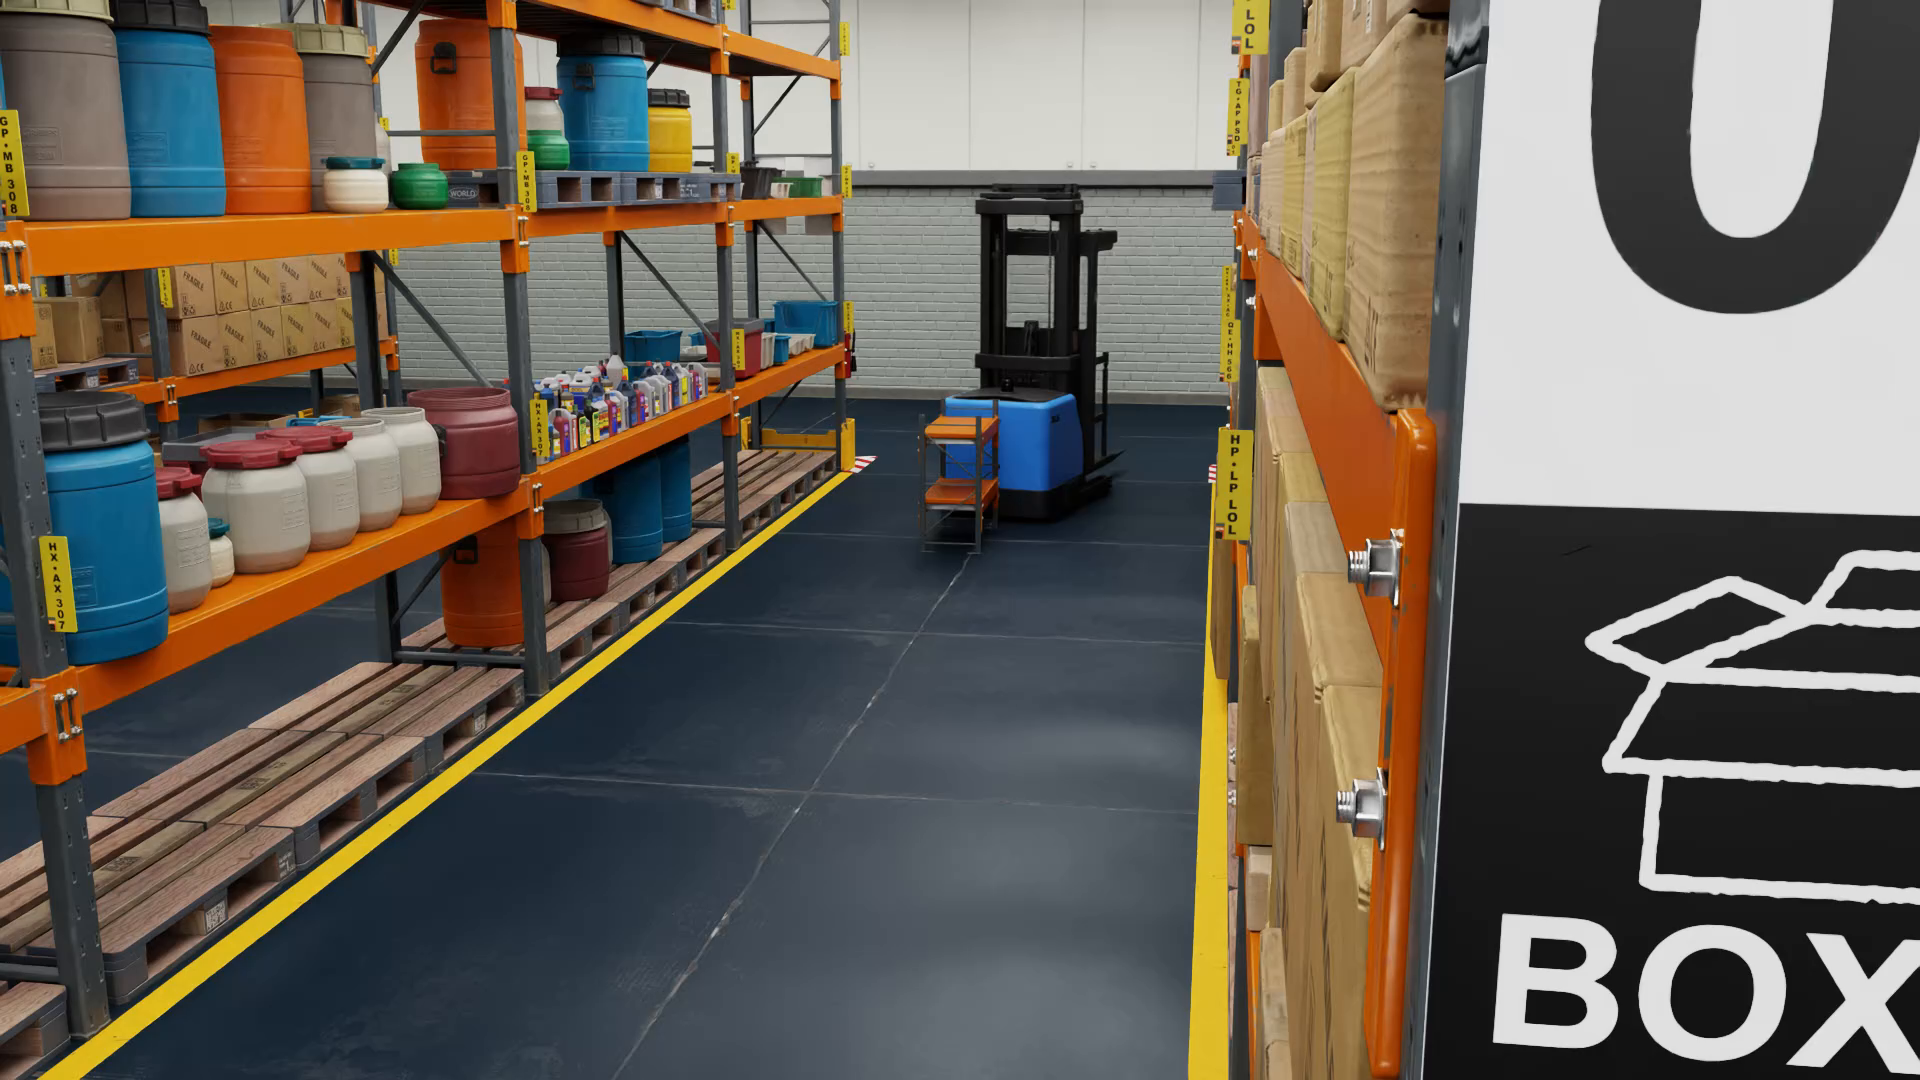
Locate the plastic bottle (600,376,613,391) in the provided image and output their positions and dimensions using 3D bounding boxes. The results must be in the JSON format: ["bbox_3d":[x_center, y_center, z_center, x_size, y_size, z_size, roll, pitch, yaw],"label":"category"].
[{"bbox_3d":[-2.690,-1.145,12.659,0.097,0.201,0.097,0,12,0],"label":"plastic bottle"}]

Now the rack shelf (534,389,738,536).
[{"bbox_3d":[-2.619,-0.635,11.526,1.077,0.370,4.000,2,12,9],"label":"rack shelf"}]

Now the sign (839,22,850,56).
[{"bbox_3d":[-1.151,-4.996,16.581,0.100,0.325,0.005,2,12,9],"label":"sign"}]

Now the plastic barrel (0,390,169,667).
[{"bbox_3d":[-3.183,-0.053,5.930,0.600,0.901,0.708,2,12,9],"label":"plastic barrel"}]

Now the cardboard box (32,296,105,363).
[{"bbox_3d":[-7.500,-1.727,13.652,0.700,0.500,0.500,-2,12,-10],"label":"cardboard box"}]

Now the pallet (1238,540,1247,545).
[{"bbox_3d":[1.963,-0.164,8.090,1.213,0.211,1.003,2,12,9],"label":"pallet"}]

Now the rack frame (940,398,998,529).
[{"bbox_3d":[0.079,-0.657,14.372,0.500,1.125,0.032,2,12,9],"label":"rack frame"}]

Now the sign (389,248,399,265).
[{"bbox_3d":[-6.045,-3.095,17.736,0.100,0.325,0.005,2,12,9],"label":"sign"}]

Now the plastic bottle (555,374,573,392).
[{"bbox_3d":[-2.902,-1.065,12.111,0.152,0.276,0.135,2,12,9],"label":"plastic bottle"}]

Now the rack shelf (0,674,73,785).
[{"bbox_3d":[-3.850,1.031,3.799,1.077,0.370,4.000,2,12,9],"label":"rack shelf"}]

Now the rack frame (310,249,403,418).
[{"bbox_3d":[-6.591,-2.397,17.994,1.000,3.000,0.127,2,12,9],"label":"rack frame"}]

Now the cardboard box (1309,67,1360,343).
[{"bbox_3d":[0.634,-0.350,1.733,0.500,0.250,0.500,2,12,9],"label":"cardboard box"}]

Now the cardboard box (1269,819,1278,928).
[{"bbox_3d":[1.015,0.633,2.990,0.875,0.500,0.500,2,12,9],"label":"cardboard box"}]

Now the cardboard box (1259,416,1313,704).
[{"bbox_3d":[0.879,0.034,3.401,0.500,0.500,0.500,2,12,9],"label":"cardboard box"}]

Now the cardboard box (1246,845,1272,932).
[{"bbox_3d":[0.851,0.788,3.811,0.380,0.149,0.250,2,12,9],"label":"cardboard box"}]

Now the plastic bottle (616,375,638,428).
[{"bbox_3d":[-2.299,-0.947,11.386,0.144,0.351,0.185,2,12,9],"label":"plastic bottle"}]

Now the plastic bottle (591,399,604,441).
[{"bbox_3d":[-2.369,-0.782,10.808,0.097,0.271,0.097,0,12,0],"label":"plastic bottle"}]

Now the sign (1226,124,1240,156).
[{"bbox_3d":[2.034,-3.018,12.341,0.100,0.325,0.005,2,12,9],"label":"sign"}]

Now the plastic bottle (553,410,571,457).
[{"bbox_3d":[-2.445,-0.660,10.211,0.061,0.283,0.133,2,12,9],"label":"plastic bottle"}]

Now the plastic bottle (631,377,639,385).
[{"bbox_3d":[-2.334,-1.038,11.997,0.097,0.271,0.097,0,12,0],"label":"plastic bottle"}]

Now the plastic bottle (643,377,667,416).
[{"bbox_3d":[-2.208,-1.041,11.996,0.152,0.276,0.135,2,12,9],"label":"plastic bottle"}]

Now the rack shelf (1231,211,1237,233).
[{"bbox_3d":[2.890,-2.773,14.329,1.077,0.370,4.000,2,12,9],"label":"rack shelf"}]

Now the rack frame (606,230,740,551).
[{"bbox_3d":[-2.312,-1.403,13.382,1.000,3.000,0.127,2,12,9],"label":"rack frame"}]

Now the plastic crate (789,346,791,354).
[{"bbox_3d":[-1.748,-1.779,15.613,0.298,0.136,0.250,2,12,9],"label":"plastic crate"}]

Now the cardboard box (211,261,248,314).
[{"bbox_3d":[-6.776,-2.298,14.926,0.500,0.500,0.500,1,12,7],"label":"cardboard box"}]

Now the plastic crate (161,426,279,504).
[{"bbox_3d":[-3.478,-0.275,7.997,0.402,0.464,0.583,2,12,9],"label":"plastic crate"}]

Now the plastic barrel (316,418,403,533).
[{"bbox_3d":[-2.939,-0.316,8.074,0.421,0.512,0.421,0,12,0],"label":"plastic barrel"}]

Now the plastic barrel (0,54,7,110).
[{"bbox_3d":[-3.678,-1.562,5.810,0.600,0.901,0.708,2,12,9],"label":"plastic barrel"}]

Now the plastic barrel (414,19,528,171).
[{"bbox_3d":[-2.837,-2.570,9.661,0.600,0.830,0.708,2,12,9],"label":"plastic barrel"}]

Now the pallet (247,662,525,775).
[{"bbox_3d":[-3.085,0.953,9.070,1.003,0.211,1.213,2,12,9],"label":"pallet"}]

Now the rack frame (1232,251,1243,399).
[{"bbox_3d":[2.582,-1.242,12.638,1.000,3.000,0.127,2,12,9],"label":"rack frame"}]

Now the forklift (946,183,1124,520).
[{"bbox_3d":[0.833,-1.882,15.769,1.130,2.935,3.031,5,13,21],"label":"forklift"}]

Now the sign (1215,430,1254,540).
[{"bbox_3d":[0.803,-0.160,4.868,0.100,0.325,0.005,2,12,9],"label":"sign"}]

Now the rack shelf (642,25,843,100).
[{"bbox_3d":[-2.004,-4.205,14.800,1.077,0.370,4.000,2,12,9],"label":"rack shelf"}]

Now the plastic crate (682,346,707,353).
[{"bbox_3d":[-2.341,-1.675,15.131,0.293,0.136,0.466,2,12,9],"label":"plastic crate"}]

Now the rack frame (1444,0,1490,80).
[{"bbox_3d":[0.737,-1.677,0.415,1.000,3.000,0.127,2,12,9],"label":"rack frame"}]

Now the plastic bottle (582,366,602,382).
[{"bbox_3d":[-2.816,-1.182,12.652,0.152,0.276,0.135,2,12,9],"label":"plastic bottle"}]

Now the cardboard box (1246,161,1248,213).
[{"bbox_3d":[1.643,-1.713,8.058,0.500,0.250,0.500,2,12,10],"label":"cardboard box"}]

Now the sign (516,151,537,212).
[{"bbox_3d":[-2.382,-1.969,9.138,0.100,0.325,0.005,2,12,9],"label":"sign"}]

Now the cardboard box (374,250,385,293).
[{"bbox_3d":[-6.387,-2.833,17.407,0.500,0.500,0.500,2,12,8],"label":"cardboard box"}]

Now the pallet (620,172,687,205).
[{"bbox_3d":[-2.507,-2.374,11.218,1.003,0.211,1.213,2,12,9],"label":"pallet"}]

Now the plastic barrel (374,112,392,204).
[{"bbox_3d":[-3.278,-2.036,8.937,0.421,0.512,0.421,0,12,0],"label":"plastic barrel"}]

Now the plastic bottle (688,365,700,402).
[{"bbox_3d":[-2.044,-1.204,12.735,0.061,0.283,0.133,2,12,9],"label":"plastic bottle"}]

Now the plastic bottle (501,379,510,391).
[{"bbox_3d":[-3.045,-0.914,11.230,0.144,0.351,0.185,2,12,9],"label":"plastic bottle"}]

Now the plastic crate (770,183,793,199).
[{"bbox_3d":[-1.769,-3.135,14.925,0.437,0.136,0.530,2,12,9],"label":"plastic crate"}]

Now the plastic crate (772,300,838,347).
[{"bbox_3d":[-1.564,-2.206,16.884,0.616,0.435,0.499,2,12,9],"label":"plastic crate"}]

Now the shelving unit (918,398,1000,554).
[{"bbox_3d":[0.001,-0.551,13.881,0.538,1.125,1.048,2,12,9],"label":"shelving unit"}]

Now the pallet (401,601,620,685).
[{"bbox_3d":[-2.847,0.628,10.580,1.003,0.211,1.213,2,12,9],"label":"pallet"}]

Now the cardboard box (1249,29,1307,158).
[{"bbox_3d":[1.489,-1.869,7.003,0.500,0.500,0.500,2,12,7],"label":"cardboard box"}]

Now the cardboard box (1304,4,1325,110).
[{"bbox_3d":[0.678,-0.671,2.275,0.380,0.149,0.250,1,12,6],"label":"cardboard box"}]

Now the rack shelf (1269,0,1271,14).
[{"bbox_3d":[1.659,-2.379,6.328,1.077,0.370,4.000,2,12,9],"label":"rack shelf"}]

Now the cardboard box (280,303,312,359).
[{"bbox_3d":[-6.627,-2.027,16.041,0.500,0.500,0.500,2,12,8],"label":"cardboard box"}]

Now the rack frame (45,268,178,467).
[{"bbox_3d":[-7.206,-1.564,14.131,1.000,3.000,0.127,2,12,9],"label":"rack frame"}]

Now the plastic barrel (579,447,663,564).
[{"bbox_3d":[-2.521,-0.322,12.352,0.600,0.901,0.708,2,12,9],"label":"plastic barrel"}]

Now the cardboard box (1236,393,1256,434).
[{"bbox_3d":[1.798,-0.569,9.277,0.500,0.500,0.500,2,12,10],"label":"cardboard box"}]

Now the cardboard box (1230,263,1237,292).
[{"bbox_3d":[2.780,-2.318,15.501,0.500,0.500,0.500,2,12,7],"label":"cardboard box"}]
